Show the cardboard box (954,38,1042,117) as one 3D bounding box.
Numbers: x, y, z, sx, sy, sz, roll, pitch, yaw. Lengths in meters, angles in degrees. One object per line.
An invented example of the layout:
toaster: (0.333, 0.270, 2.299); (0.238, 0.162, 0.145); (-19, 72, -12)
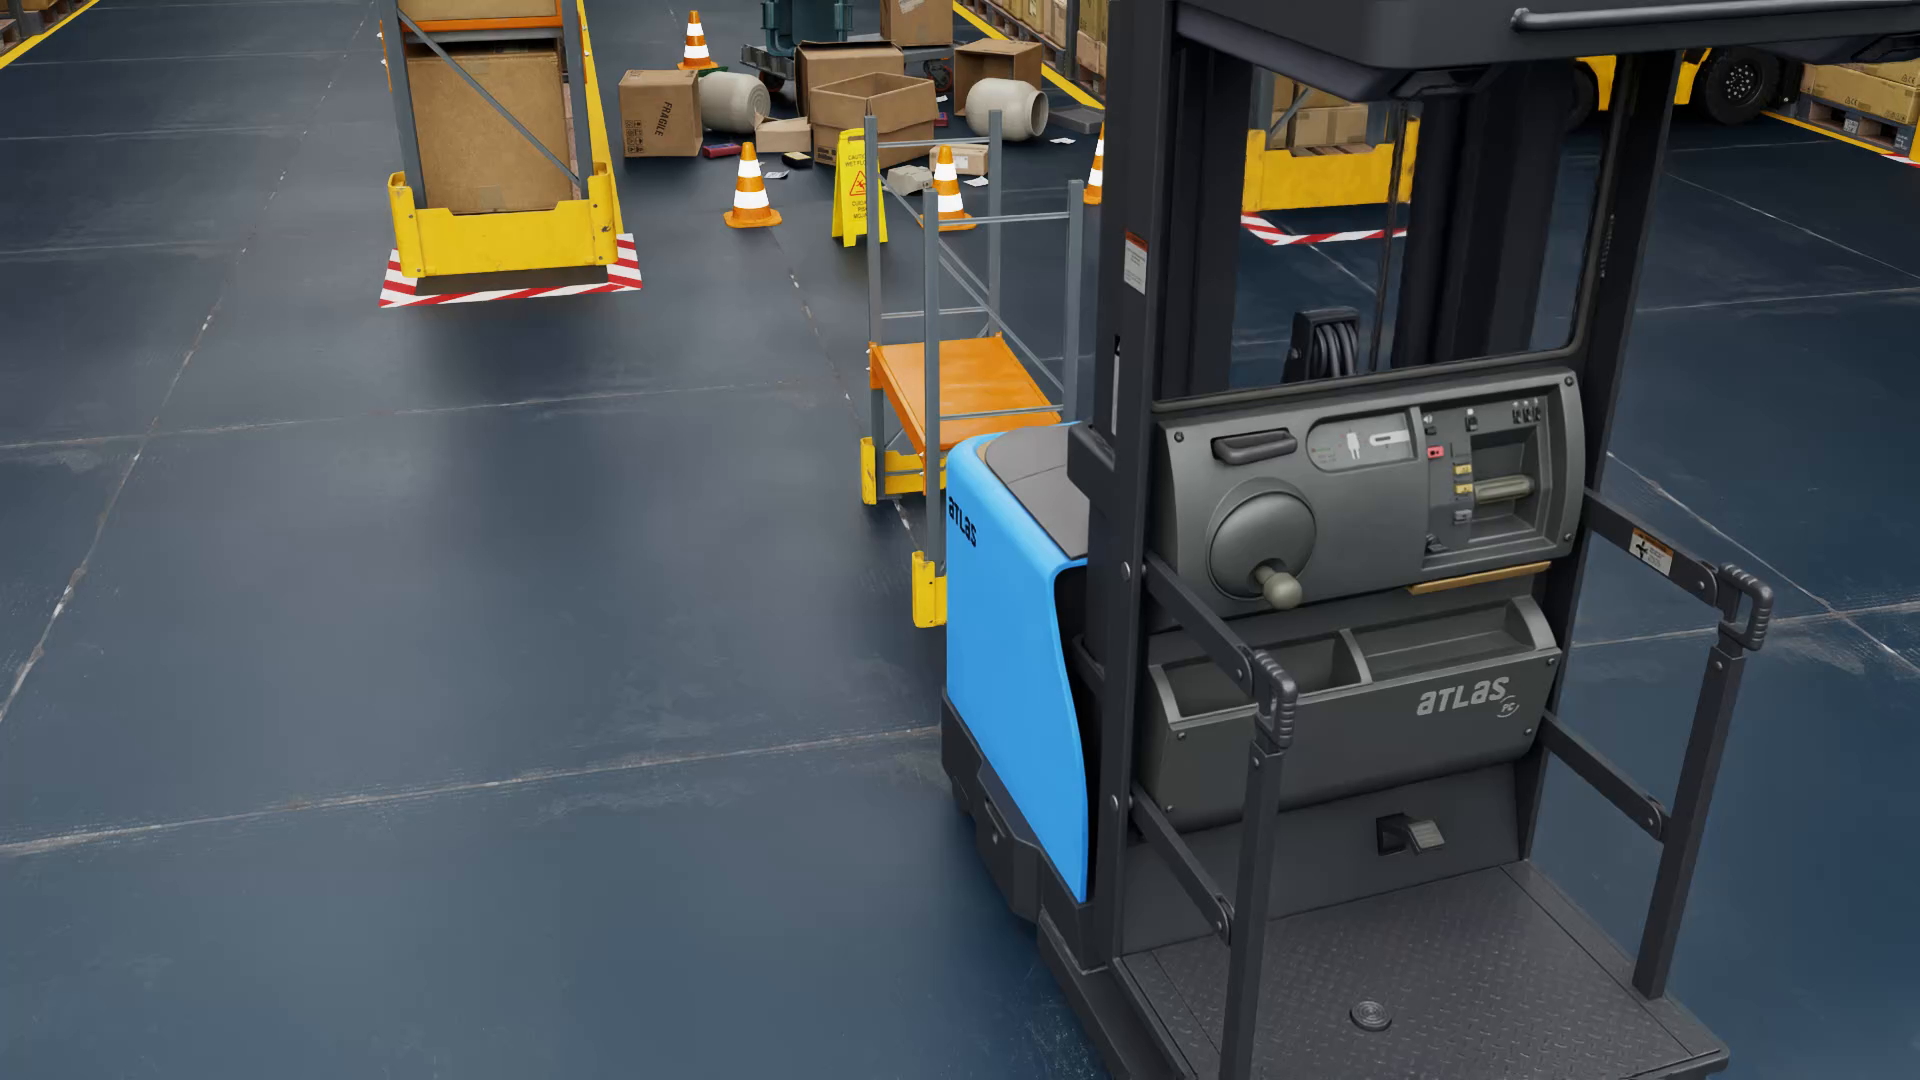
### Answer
cardboard box: (0.289, -3.492, 12.611); (0.500, 0.500, 0.500); (13, 30, 24)

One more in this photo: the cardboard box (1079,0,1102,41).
cardboard box: (1.244, -4.224, 13.042); (0.500, 0.500, 0.500); (-5, 27, -9)

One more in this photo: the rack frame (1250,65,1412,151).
rack frame: (2.275, -3.459, 9.775); (1.000, 3.000, 0.127); (-6, 27, -12)

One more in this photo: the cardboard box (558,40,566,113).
cardboard box: (-3.146, -3.229, 11.210); (0.875, 0.875, 0.875); (-6, 27, -11)

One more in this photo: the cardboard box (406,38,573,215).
cardboard box: (-2.742, -2.442, 9.652); (0.875, 0.875, 0.875); (-6, 27, -11)

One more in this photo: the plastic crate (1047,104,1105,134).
plastic crate: (0.929, -3.139, 12.381); (0.402, 0.080, 0.583); (-16, 31, -29)

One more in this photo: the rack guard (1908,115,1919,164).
rack guard: (7.116, -2.839, 11.319); (1.175, 0.500, 0.348); (-6, 27, -12)

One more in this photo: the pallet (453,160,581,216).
pallet: (-2.781, -2.011, 9.999); (1.003, 0.211, 1.213); (-6, 27, -12)

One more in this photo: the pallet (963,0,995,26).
pallet: (0.647, -5.383, 16.681); (1.003, 0.211, 1.213); (-6, 27, -12)

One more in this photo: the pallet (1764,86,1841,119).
pallet: (6.626, -3.586, 13.121); (1.003, 0.211, 1.213); (-6, 27, -12)

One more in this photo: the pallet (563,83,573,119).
pallet: (-3.331, -3.082, 12.121); (1.003, 0.211, 1.213); (-6, 27, -12)

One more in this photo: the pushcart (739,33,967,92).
pushcart: (-0.836, -3.791, 13.343); (1.648, 0.377, 0.936); (-16, 31, -29)

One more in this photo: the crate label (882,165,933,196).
crate label: (-0.321, -2.316, 10.687); (0.250, 0.136, 0.298); (-23, 35, -38)

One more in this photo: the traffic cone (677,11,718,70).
traffic cone: (-2.257, -4.278, 14.212); (0.336, 0.463, 0.334); (-6, 27, -12)

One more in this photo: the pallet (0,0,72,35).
pallet: (-9.287, -5.074, 16.068); (1.003, 0.211, 1.213); (-6, 27, -12)

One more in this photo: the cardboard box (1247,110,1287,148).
cardboard box: (1.825, -2.757, 10.970); (0.500, 0.250, 0.500); (-6, 27, -12)

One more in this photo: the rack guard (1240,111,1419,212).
rack guard: (2.258, -2.377, 10.404); (1.175, 0.500, 0.348); (-6, 27, -12)

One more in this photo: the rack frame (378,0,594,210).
rack frame: (-2.525, -2.912, 8.691); (1.000, 3.000, 0.127); (-6, 27, -12)

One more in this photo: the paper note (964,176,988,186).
paper note: (0.123, -2.347, 10.866); (0.148, 0.019, 0.142); (-16, 31, -29)

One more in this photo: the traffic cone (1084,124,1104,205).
traffic cone: (0.921, -2.385, 10.461); (0.336, 0.463, 0.334); (-6, 27, -12)

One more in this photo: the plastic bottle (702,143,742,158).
plastic bottle: (-1.634, -2.711, 11.553); (0.283, 0.061, 0.133); (-16, 31, -29)

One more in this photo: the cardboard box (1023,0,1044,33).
cardboard box: (1.088, -4.775, 14.832); (0.950, 0.372, 0.625); (-4, 27, -8)

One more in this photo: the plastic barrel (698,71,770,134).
plastic barrel: (-1.676, -3.176, 12.073); (0.512, 0.421, 0.421); (13, 30, 24)

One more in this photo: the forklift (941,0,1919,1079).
forklift: (0.910, -0.065, 3.126); (1.130, 2.935, 3.031); (-9, 28, -17)

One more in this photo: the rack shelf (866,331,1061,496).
rack shelf: (0.019, -0.472, 5.919); (0.538, 0.185, 1.000); (-6, 27, -12)

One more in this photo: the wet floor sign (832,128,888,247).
wet floor sign: (-0.589, -2.050, 9.595); (0.267, 0.644, 0.232); (-11, 29, -20)

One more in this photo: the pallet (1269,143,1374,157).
pallet: (2.109, -2.608, 11.183); (1.003, 0.211, 1.213); (-6, 27, -12)

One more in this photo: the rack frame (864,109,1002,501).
rack frame: (-0.095, -0.855, 6.280); (0.500, 1.500, 0.032); (-6, 27, -12)

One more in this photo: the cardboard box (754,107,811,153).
cardboard box: (-1.244, -2.880, 11.662); (0.396, 0.266, 0.258); (-1, 27, -3)

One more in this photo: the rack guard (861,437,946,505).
rack guard: (-0.095, -0.297, 6.561); (0.587, 0.250, 0.087); (-6, 27, -12)

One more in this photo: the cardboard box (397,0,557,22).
cardboard box: (-2.653, -3.138, 8.971); (0.875, 0.550, 0.550); (-6, 27, -12)

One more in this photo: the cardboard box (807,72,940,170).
cardboard box: (-0.587, -2.859, 11.356); (0.637, 0.503, 0.797); (19, 32, 32)

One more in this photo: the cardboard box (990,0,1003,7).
cardboard box: (0.764, -5.414, 16.097); (0.950, 0.372, 0.625); (-6, 27, -13)

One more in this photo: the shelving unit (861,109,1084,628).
shelving unit: (0.017, -0.636, 5.846); (0.587, 1.500, 1.083); (-6, 27, -12)

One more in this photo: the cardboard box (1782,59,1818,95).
cardboard box: (6.490, -3.539, 12.518); (0.500, 0.250, 0.500); (-6, 27, -11)

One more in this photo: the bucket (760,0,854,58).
bucket: (-1.149, -4.060, 12.911); (0.726, 0.611, 0.620); (3, 17, 6)

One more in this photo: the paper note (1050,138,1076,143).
paper note: (0.739, -2.857, 11.877); (0.142, 0.019, 0.148); (-16, 31, -29)

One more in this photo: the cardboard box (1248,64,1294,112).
cardboard box: (1.841, -3.079, 10.775); (0.500, 0.500, 0.500); (-6, 27, -11)

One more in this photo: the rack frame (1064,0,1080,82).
rack frame: (1.374, -5.215, 13.254); (1.000, 3.000, 0.127); (-6, 27, -12)

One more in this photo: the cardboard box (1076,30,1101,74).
cardboard box: (1.244, -3.889, 13.211); (0.500, 0.250, 0.500); (-7, 28, -14)

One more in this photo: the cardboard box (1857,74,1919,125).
cardboard box: (6.697, -3.099, 11.647); (0.500, 0.250, 0.500); (-6, 27, -11)

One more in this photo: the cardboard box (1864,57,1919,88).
cardboard box: (6.696, -3.330, 11.549); (0.500, 0.250, 0.500); (-6, 27, -12)

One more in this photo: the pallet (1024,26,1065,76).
pallet: (1.197, -4.312, 14.559); (1.003, 0.211, 1.213); (-6, 27, -12)
